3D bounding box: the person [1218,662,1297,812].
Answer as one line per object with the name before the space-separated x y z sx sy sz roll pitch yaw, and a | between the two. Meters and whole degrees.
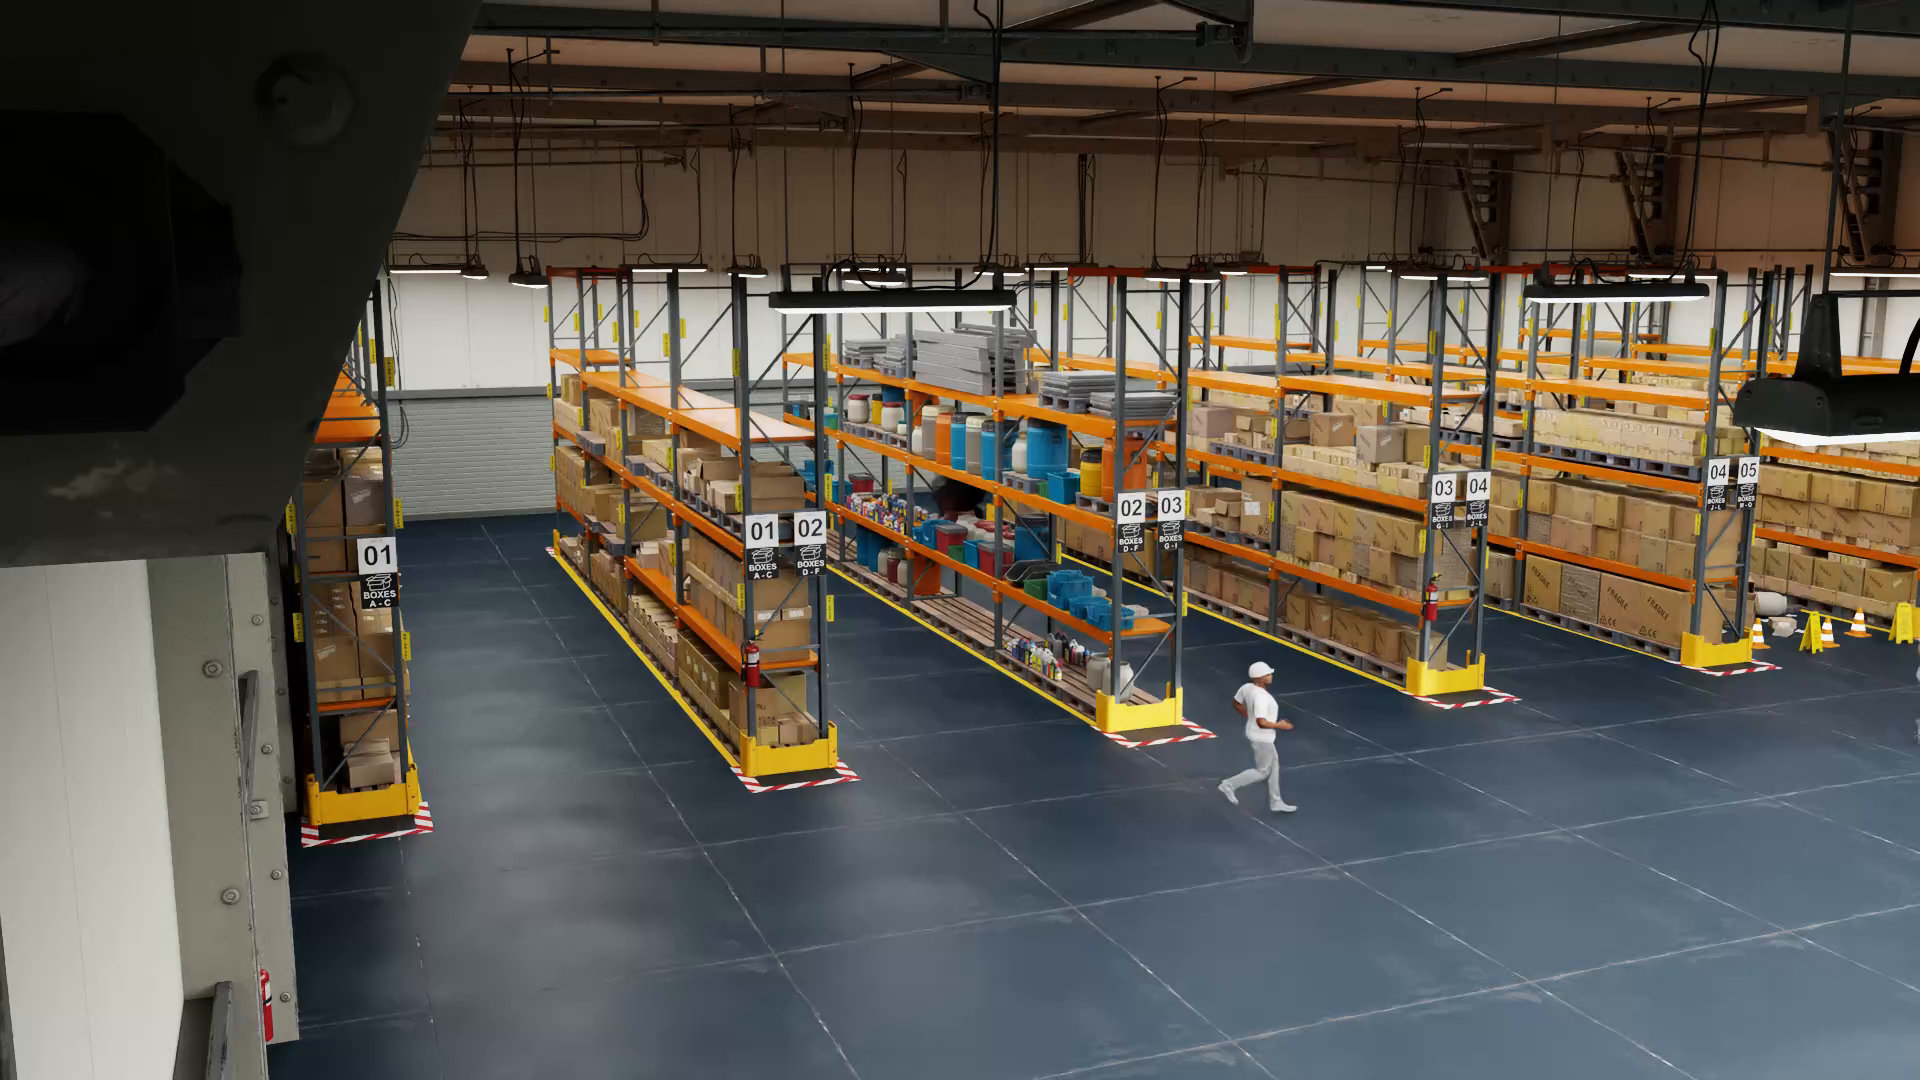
person | 3.374 2.231 18.762 0.923 1.752 0.699 0 10 -1
